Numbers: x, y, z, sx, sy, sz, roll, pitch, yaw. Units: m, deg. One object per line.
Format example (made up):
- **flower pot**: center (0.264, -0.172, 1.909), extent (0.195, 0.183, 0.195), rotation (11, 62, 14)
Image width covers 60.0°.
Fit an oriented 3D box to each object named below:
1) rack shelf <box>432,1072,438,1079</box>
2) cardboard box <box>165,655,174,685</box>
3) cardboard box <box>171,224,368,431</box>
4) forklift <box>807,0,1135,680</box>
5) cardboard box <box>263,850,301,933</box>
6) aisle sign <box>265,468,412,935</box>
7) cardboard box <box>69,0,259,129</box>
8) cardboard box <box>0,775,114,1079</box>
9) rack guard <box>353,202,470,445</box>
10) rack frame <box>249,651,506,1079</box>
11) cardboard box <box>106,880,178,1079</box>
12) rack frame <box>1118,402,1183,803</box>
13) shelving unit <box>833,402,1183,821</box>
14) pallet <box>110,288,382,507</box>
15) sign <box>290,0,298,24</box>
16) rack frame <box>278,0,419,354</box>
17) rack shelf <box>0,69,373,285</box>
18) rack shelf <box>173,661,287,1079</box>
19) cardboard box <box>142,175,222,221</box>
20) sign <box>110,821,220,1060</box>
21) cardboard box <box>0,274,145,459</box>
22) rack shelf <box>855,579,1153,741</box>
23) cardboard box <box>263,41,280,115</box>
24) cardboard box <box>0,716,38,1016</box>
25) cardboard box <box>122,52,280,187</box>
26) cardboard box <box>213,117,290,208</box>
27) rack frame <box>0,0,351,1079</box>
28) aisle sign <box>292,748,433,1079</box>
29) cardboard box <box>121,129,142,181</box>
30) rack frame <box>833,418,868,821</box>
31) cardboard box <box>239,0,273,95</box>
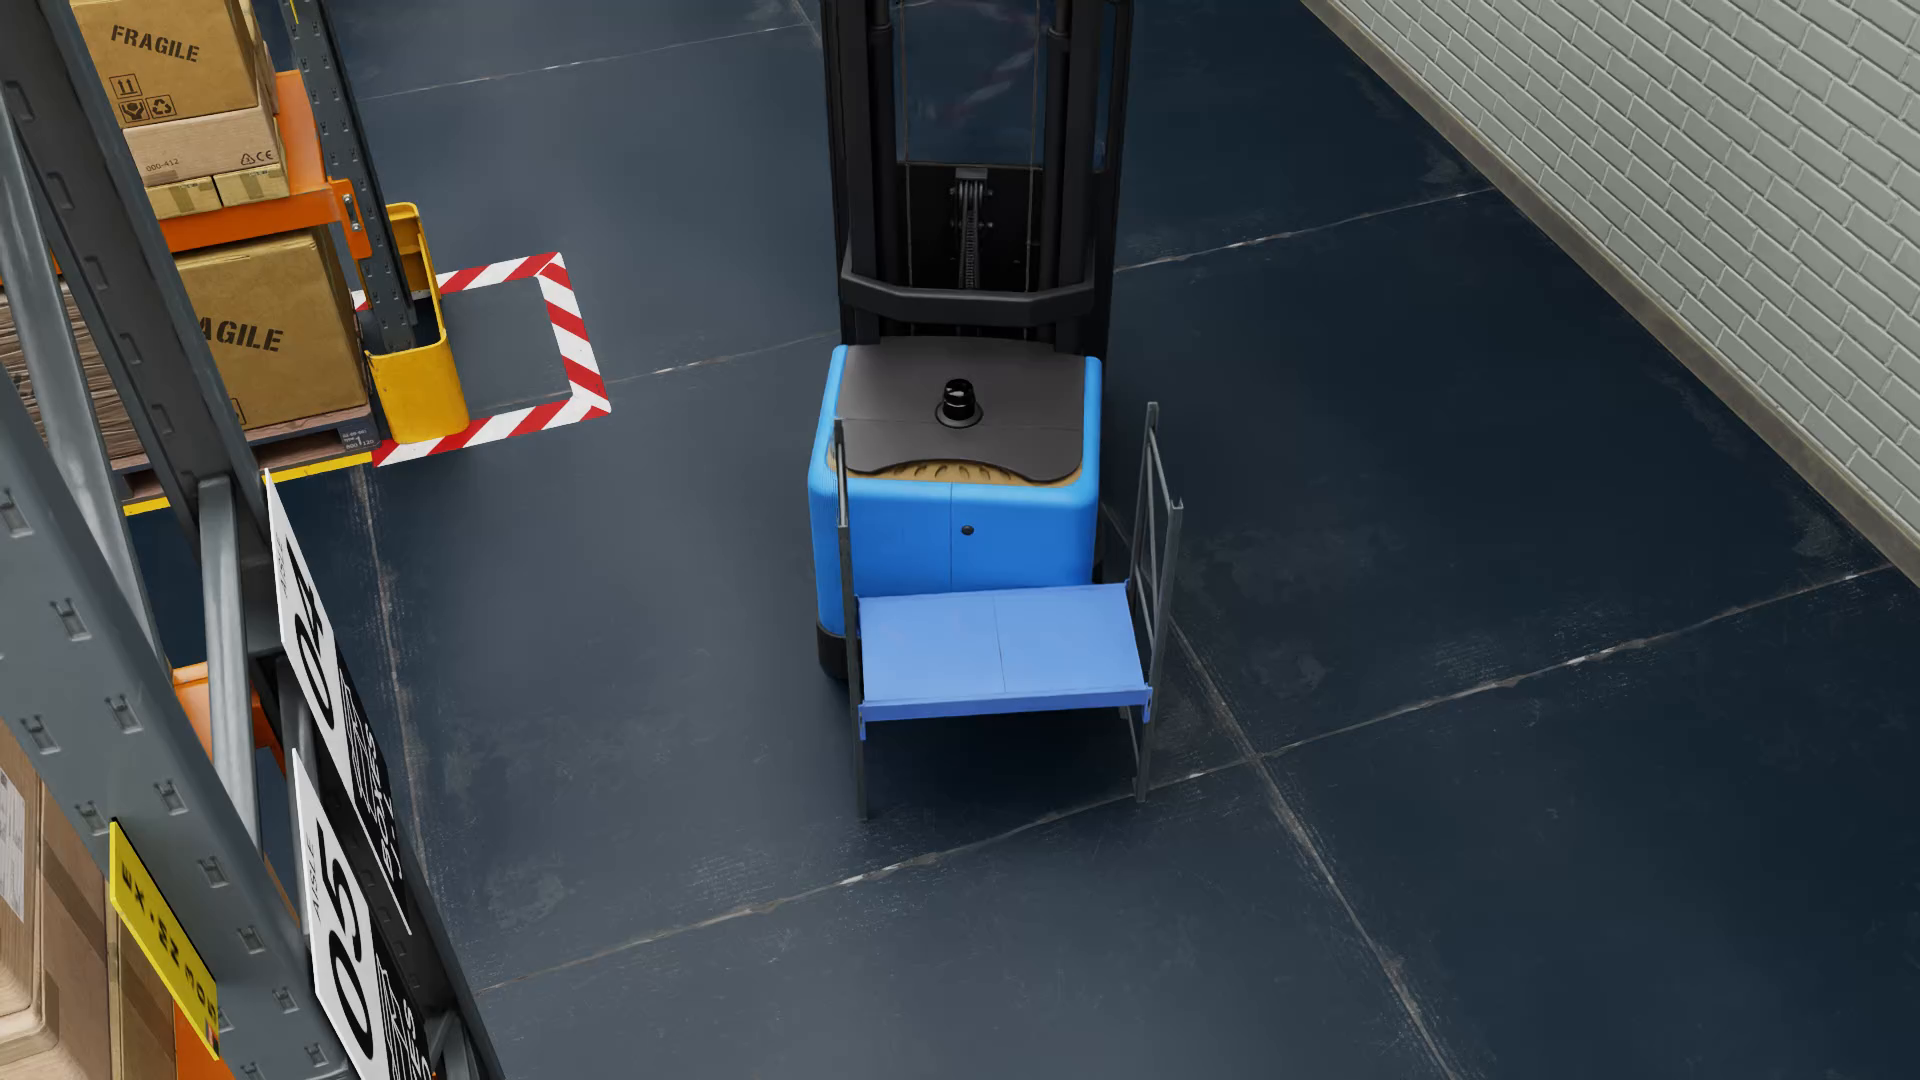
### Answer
- **rack shelf**: center (-2.893, 2.164, 3.293), extent (4.000, 0.370, 1.077), rotation (-14, 47, -14)
- **cardboard box**: center (-1.521, 0.361, 2.570), extent (0.500, 0.250, 0.500), rotation (-13, 46, -12)
- **cardboard box**: center (-3.176, -1.091, 7.232), extent (0.875, 0.875, 0.875), rotation (-14, 47, -14)
- **forklift**: center (0.078, -1.496, 6.481), extent (1.130, 2.935, 3.031), rotation (3, 45, 3)
- **cardboard box**: center (-1.525, 0.867, 3.091), extent (0.500, 0.500, 0.500), rotation (-15, 47, -14)
- **aisle sign**: center (-1.045, 0.294, 2.813), extent (0.004, 0.787, 0.394), rotation (-14, 47, -14)
- **cardboard box**: center (-2.970, -1.924, 6.226), extent (0.500, 0.500, 0.500), rotation (-14, 47, -13)
- **cardboard box**: center (-1.359, 0.527, 2.052), extent (0.500, 0.250, 0.500), rotation (-16, 47, -15)
- **rack guard**: center (-2.579, -1.023, 7.726), extent (0.348, 0.500, 1.175), rotation (-14, 47, -14)
- **rack frame**: center (-1.012, 1.429, 3.517), extent (0.127, 3.000, 1.000), rotation (-14, 47, -14)
- **cardboard box**: center (-1.350, 0.709, 2.223), extent (0.500, 0.250, 0.500), rotation (-15, 47, -15)
- **rack frame**: center (0.642, 0.258, 5.743), extent (0.032, 1.500, 0.500), rotation (-3, 45, -3)
- **shelving unit**: center (0.136, 0.287, 5.715), extent (1.048, 1.500, 0.538), rotation (-3, 45, -3)
- **pallet**: center (-3.327, -0.671, 7.579), extent (1.213, 0.211, 1.003), rotation (-14, 47, -14)
- **sign**: center (-2.430, -2.027, 5.977), extent (0.005, 0.325, 0.100), rotation (-14, 47, -14)
- **rack frame**: center (-2.601, -1.900, 6.835), extent (0.127, 3.000, 1.000), rotation (-14, 47, -14)
- **rack shelf**: center (-4.482, -1.165, 6.610), extent (4.000, 0.370, 1.077), rotation (-14, 47, -14)
- **rack shelf**: center (-2.893, 1.105, 2.230), extent (4.000, 0.370, 1.077), rotation (-14, 47, -14)
- **cardboard box**: center (-3.068, -1.443, 6.557), extent (0.250, 0.149, 0.380), rotation (-14, 47, -13)
- **sign**: center (-0.843, 0.432, 1.768), extent (0.005, 0.325, 0.100), rotation (-14, 47, -14)
- **cardboard box**: center (-4.032, -0.872, 7.014), extent (0.875, 0.875, 0.875), rotation (-14, 47, -14)
- **rack shelf**: center (0.136, 0.414, 5.842), extent (1.000, 0.185, 0.538), rotation (-3, 45, -3)
- **cardboard box**: center (-3.047, -1.946, 7.058), extent (0.250, 0.149, 0.380), rotation (-14, 47, -13)
- **cardboard box**: center (-1.225, 0.381, 1.915), extent (0.250, 0.149, 0.380), rotation (-15, 47, -14)
- **cardboard box**: center (-2.967, -1.659, 6.490), extent (0.500, 0.250, 0.500), rotation (-15, 47, -14)
- **cardboard box**: center (-2.824, -1.506, 6.620), extent (0.250, 0.149, 0.380), rotation (-14, 47, -13)
- **rack frame**: center (-1.012, -0.689, 1.393), extent (0.127, 3.000, 1.000), rotation (-14, 47, -14)
- **aisle sign**: center (-0.842, 0.693, 2.415), extent (0.004, 0.787, 0.394), rotation (-14, 47, -14)
- **cardboard box**: center (-3.444, -1.537, 6.369), extent (0.500, 0.250, 0.500), rotation (-15, 47, -15)
- **rack frame**: center (-0.371, 0.315, 5.686), extent (0.032, 1.500, 0.500), rotation (-3, 45, -3)
- **cardboard box**: center (-3.144, -2.016, 6.847), extent (0.500, 0.250, 0.500), rotation (-16, 47, -15)
